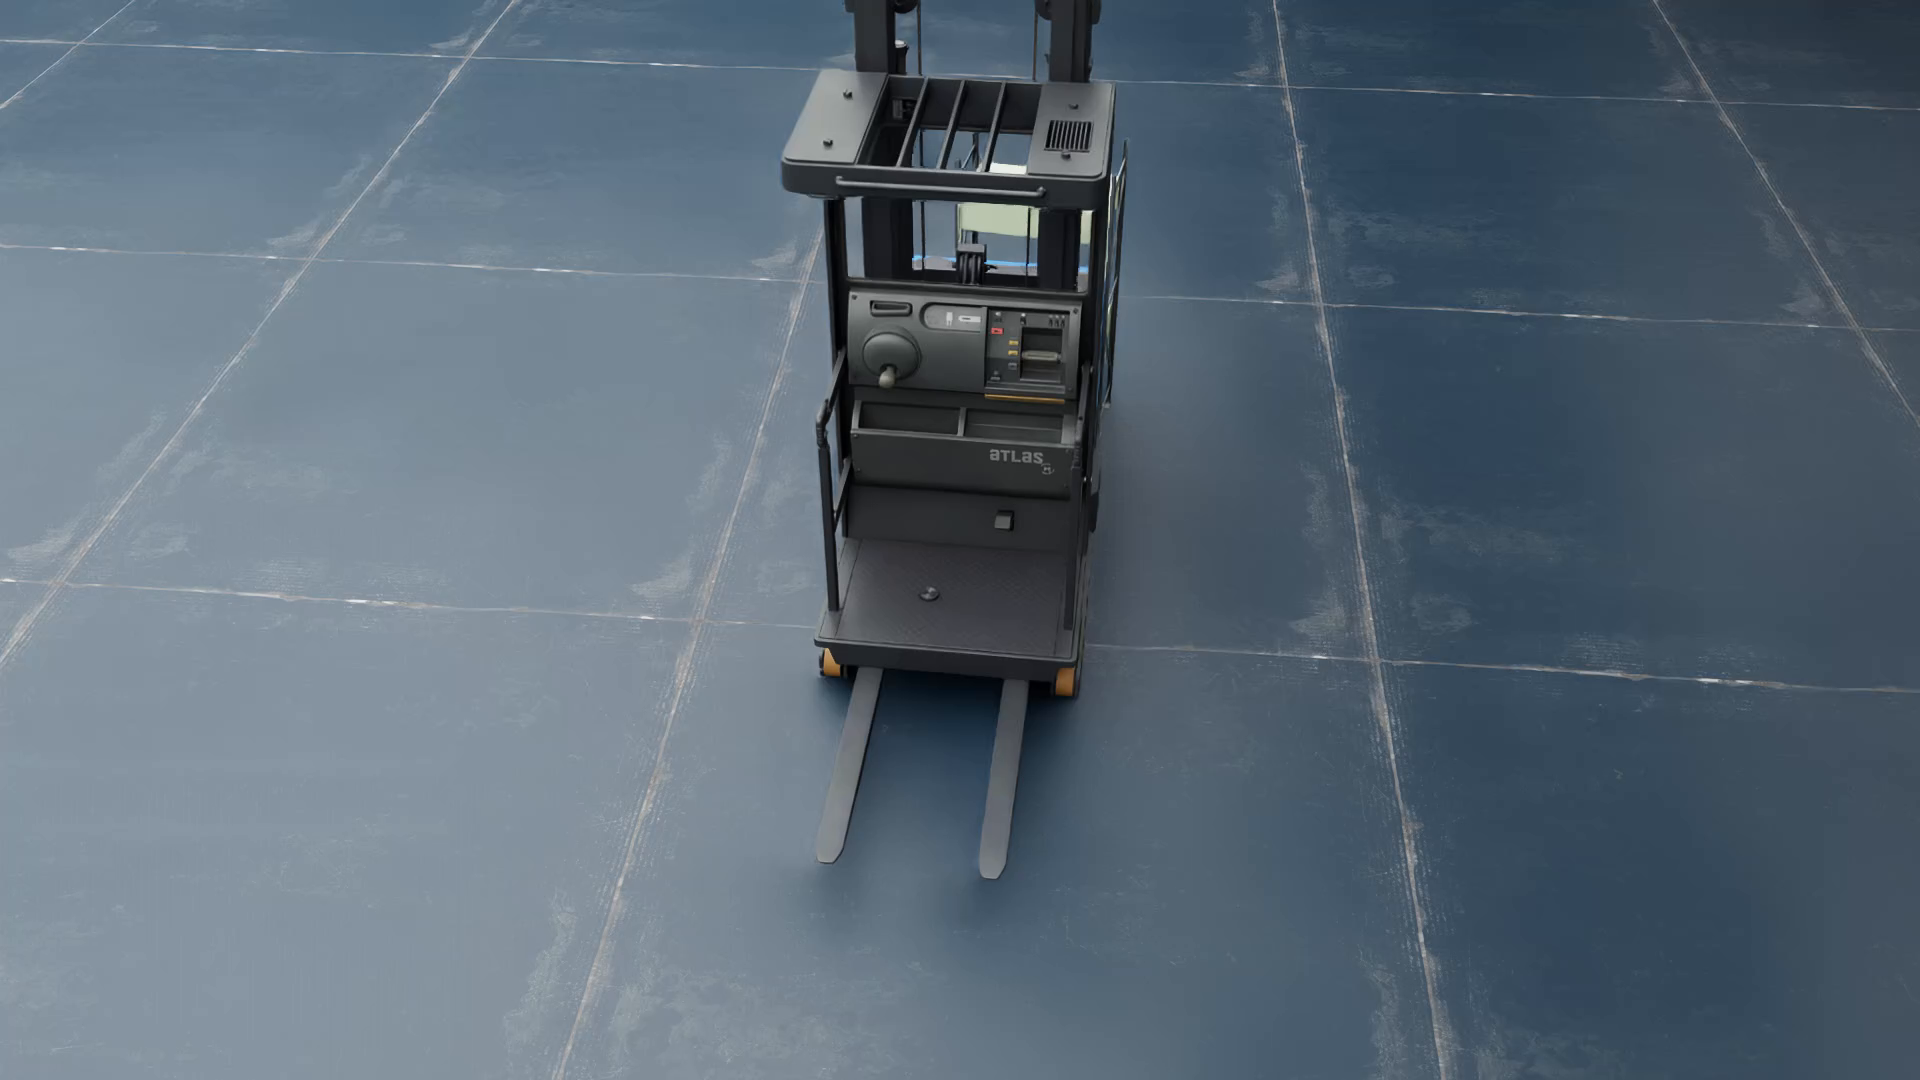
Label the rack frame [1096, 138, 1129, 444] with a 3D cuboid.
[{"bbox_3d":[0.745,-1.200,8.207,0.023,1.500,0.400,9,40,10],"label":"rack frame"}]

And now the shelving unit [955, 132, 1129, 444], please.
[{"bbox_3d":[0.389,-1.254,8.273,0.755,1.500,0.431,9,40,10],"label":"shelving unit"}]

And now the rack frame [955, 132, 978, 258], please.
[{"bbox_3d":[0.033,-1.308,8.339,0.023,1.500,0.400,9,40,10],"label":"rack frame"}]

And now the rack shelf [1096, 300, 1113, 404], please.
[{"bbox_3d":[0.389,-1.001,8.479,0.720,0.370,0.431,9,40,10],"label":"rack shelf"}]

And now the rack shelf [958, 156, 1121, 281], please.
[{"bbox_3d":[0.389,-1.557,8.027,0.720,0.370,0.431,9,40,10],"label":"rack shelf"}]

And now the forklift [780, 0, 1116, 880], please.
[{"bbox_3d":[-0.010,-0.704,6.463,1.130,2.935,3.031,4,39,5],"label":"forklift"}]
